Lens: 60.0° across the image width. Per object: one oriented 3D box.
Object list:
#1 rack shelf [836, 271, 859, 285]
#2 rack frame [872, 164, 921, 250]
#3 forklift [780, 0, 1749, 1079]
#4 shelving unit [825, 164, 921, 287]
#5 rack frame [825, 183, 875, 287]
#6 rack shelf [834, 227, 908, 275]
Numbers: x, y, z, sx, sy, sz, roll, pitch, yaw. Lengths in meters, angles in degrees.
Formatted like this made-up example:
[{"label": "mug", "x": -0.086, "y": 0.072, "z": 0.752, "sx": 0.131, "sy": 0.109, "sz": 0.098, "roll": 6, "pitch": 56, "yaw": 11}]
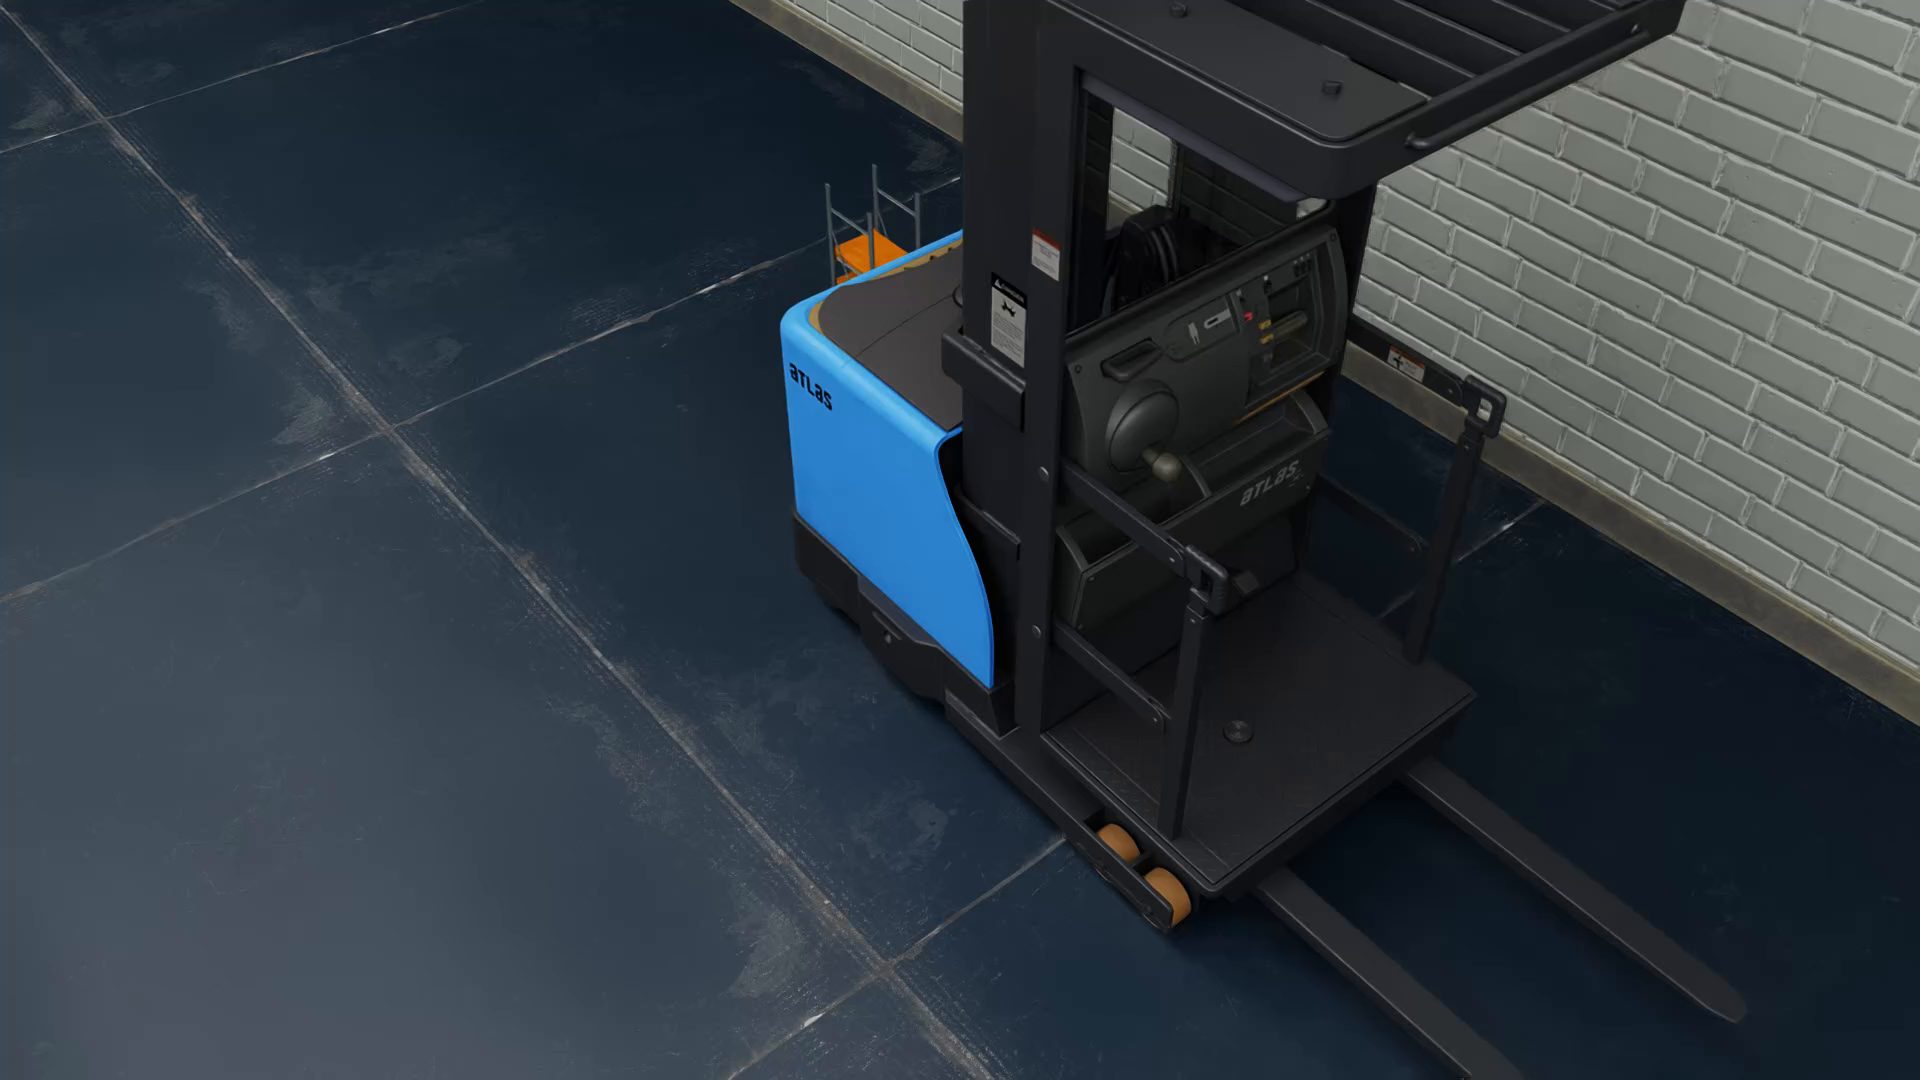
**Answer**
[{"label": "rack shelf", "x": -0.270, "y": -0.792, "z": 5.430, "sx": 0.180, "sy": 0.103, "sz": 0.258, "roll": -29, "pitch": 50, "yaw": -27}, {"label": "rack frame", "x": -0.198, "y": -0.688, "z": 5.605, "sx": 0.006, "sy": 1.200, "sz": 0.240, "roll": -29, "pitch": 50, "yaw": -27}, {"label": "forklift", "x": 0.768, "y": -0.387, "z": 4.021, "sx": 1.130, "sy": 2.935, "sz": 3.031, "roll": -29, "pitch": 50, "yaw": -27}, {"label": "shelving unit", "x": -0.269, "y": -0.649, "z": 5.563, "sx": 0.189, "sy": 1.200, "sz": 0.258, "roll": -29, "pitch": 50, "yaw": -27}, {"label": "rack frame", "x": -0.340, "y": -0.609, "z": 5.521, "sx": 0.006, "sy": 1.200, "sz": 0.240, "roll": -29, "pitch": 50, "yaw": -27}, {"label": "rack shelf", "x": -0.270, "y": -0.880, "z": 5.348, "sx": 0.180, "sy": 0.103, "sz": 0.258, "roll": -29, "pitch": 50, "yaw": -27}]
